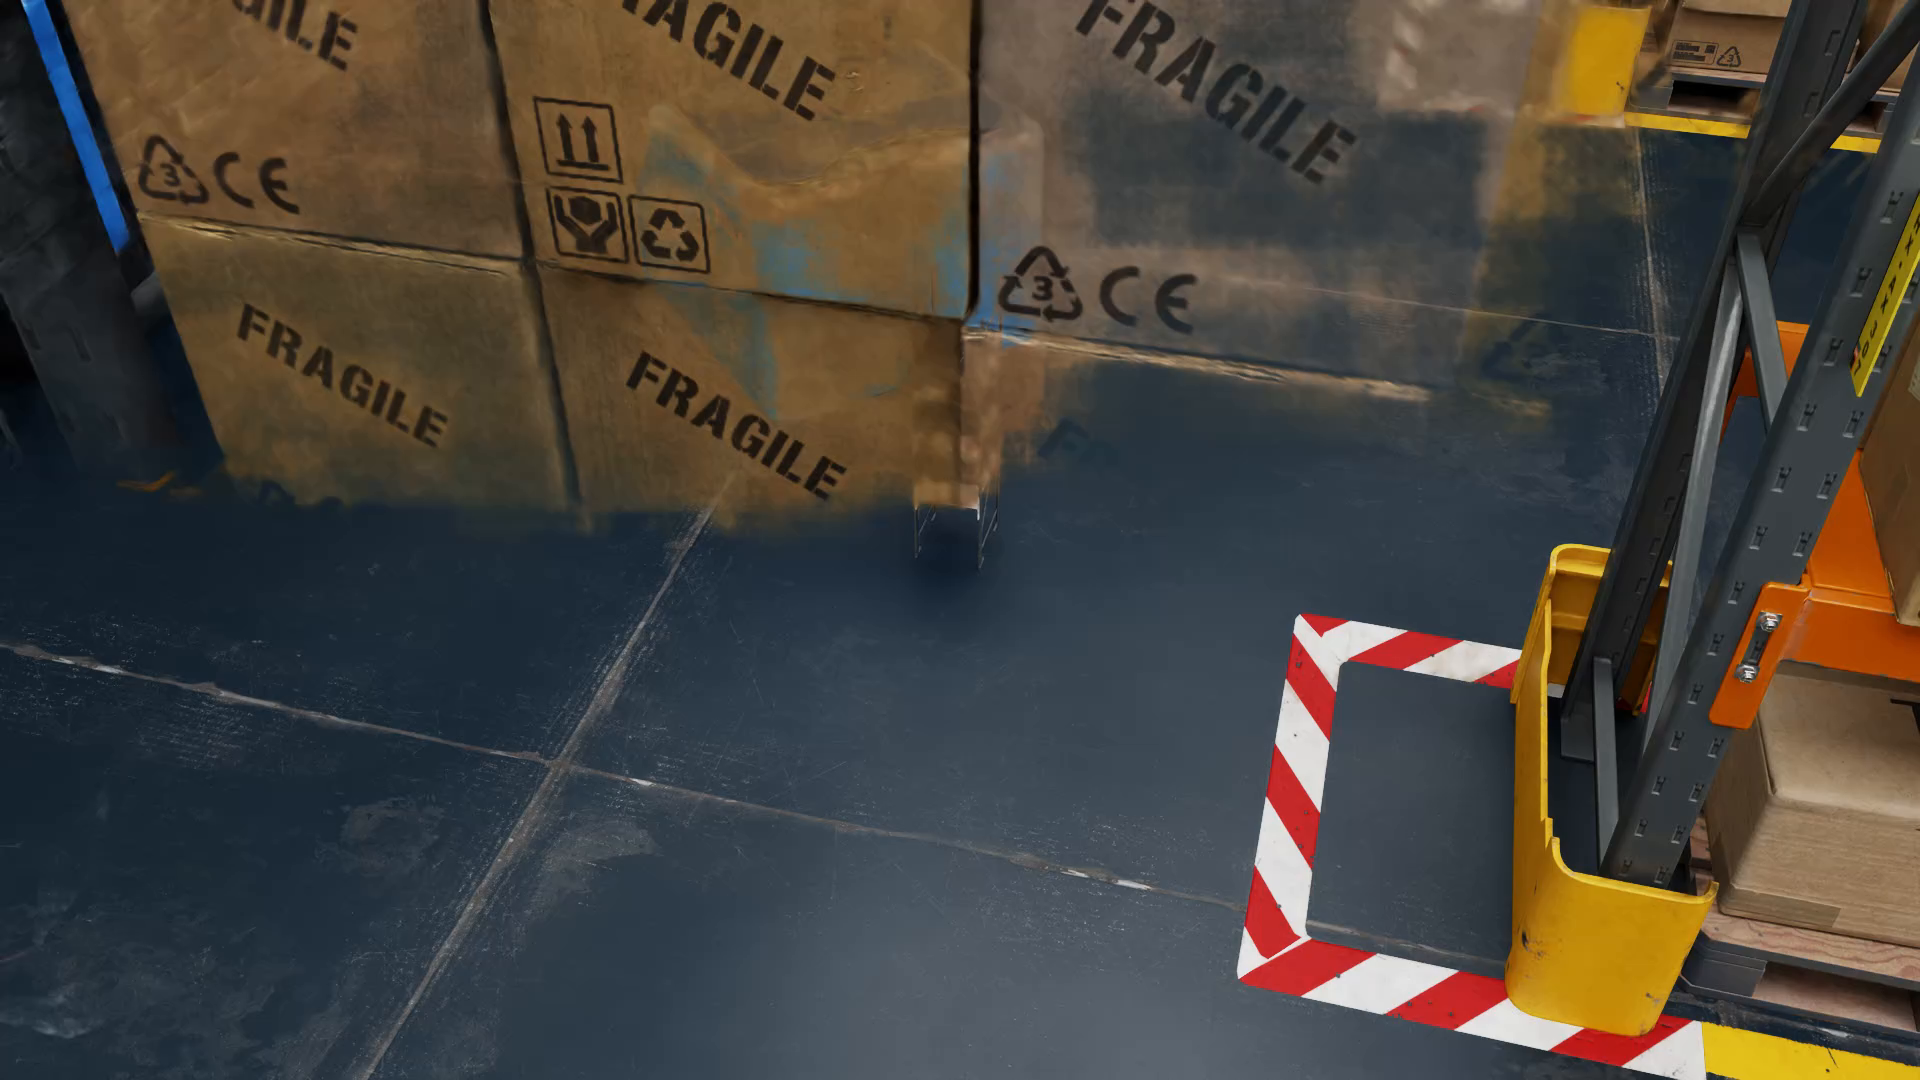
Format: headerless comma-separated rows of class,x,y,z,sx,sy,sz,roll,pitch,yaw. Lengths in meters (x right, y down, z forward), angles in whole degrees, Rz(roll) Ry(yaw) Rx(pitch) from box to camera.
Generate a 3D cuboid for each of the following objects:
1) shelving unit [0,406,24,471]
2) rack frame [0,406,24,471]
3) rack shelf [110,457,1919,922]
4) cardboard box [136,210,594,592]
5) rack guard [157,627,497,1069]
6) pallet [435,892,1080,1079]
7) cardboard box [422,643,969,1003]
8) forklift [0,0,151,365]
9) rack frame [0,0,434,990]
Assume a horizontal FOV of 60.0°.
shelving unit,-0.008,-0.346,4.962,0.210,0.900,0.258,10,41,11
rack frame,0.090,-0.329,4.942,0.006,0.900,0.240,10,41,11
rack shelf,3.560,0.239,3.193,4.000,0.370,1.077,10,41,11
cardboard box,2.017,-0.149,3.018,0.500,0.500,0.500,9,41,11
rack guard,1.604,0.584,4.166,0.348,0.500,1.175,10,41,11
pallet,2.420,0.783,4.154,1.213,0.211,1.003,10,41,11
cardboard box,2.291,0.499,3.989,0.875,0.438,0.875,8,41,10
forklift,-0.907,-2.219,5.613,1.130,2.935,3.031,-21,44,-23
rack frame,1.628,-0.369,3.357,0.127,3.000,1.000,10,41,11
